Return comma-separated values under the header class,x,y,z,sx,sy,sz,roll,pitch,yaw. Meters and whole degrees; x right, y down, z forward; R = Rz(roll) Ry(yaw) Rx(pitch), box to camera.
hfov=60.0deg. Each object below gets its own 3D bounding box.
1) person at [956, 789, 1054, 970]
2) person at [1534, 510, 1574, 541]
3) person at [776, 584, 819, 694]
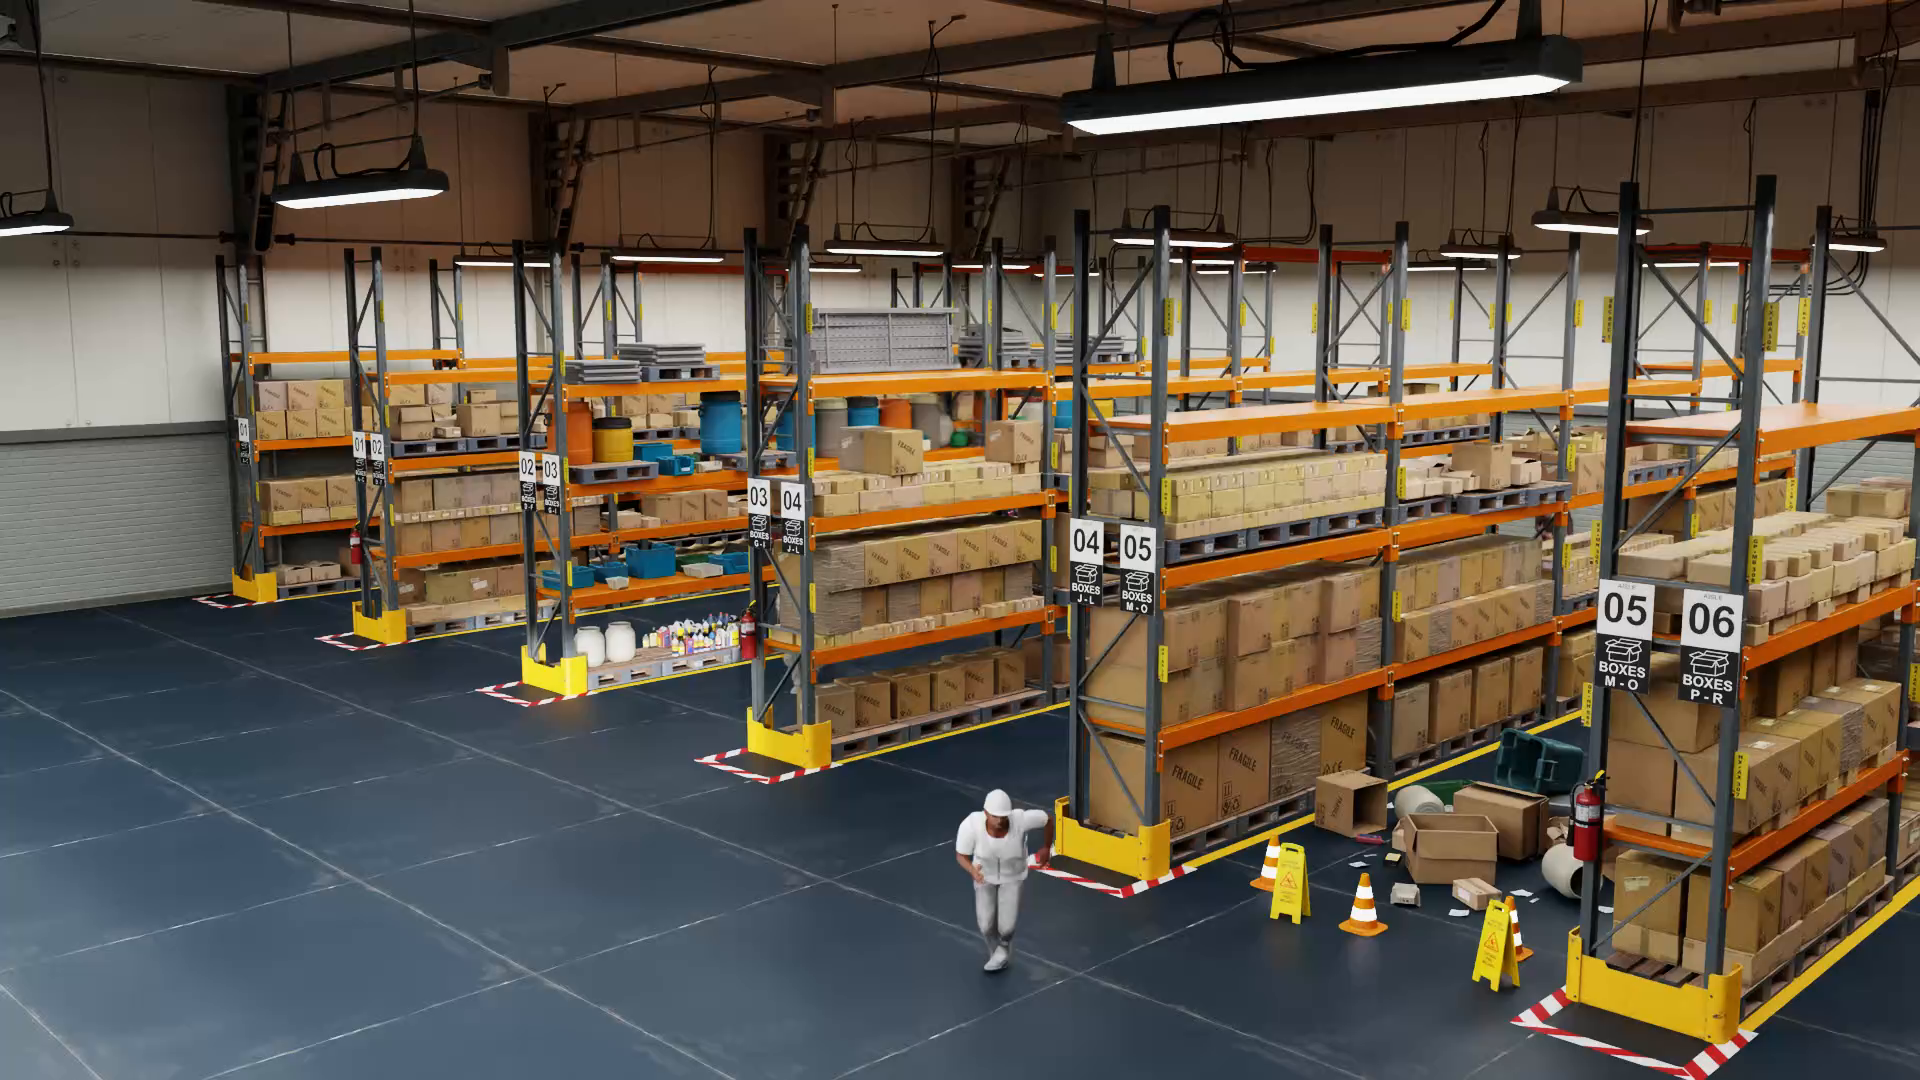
class,x,y,z,sx,sy,sz,roll,pitch,yaw
person,0.343,2.601,12.634,0.737,1.585,0.863,0,8,3
person,10.893,0.008,30.486,0.711,1.721,0.627,1,8,10
person,-2.185,1.238,22.317,0.572,1.611,0.728,4,9,27
